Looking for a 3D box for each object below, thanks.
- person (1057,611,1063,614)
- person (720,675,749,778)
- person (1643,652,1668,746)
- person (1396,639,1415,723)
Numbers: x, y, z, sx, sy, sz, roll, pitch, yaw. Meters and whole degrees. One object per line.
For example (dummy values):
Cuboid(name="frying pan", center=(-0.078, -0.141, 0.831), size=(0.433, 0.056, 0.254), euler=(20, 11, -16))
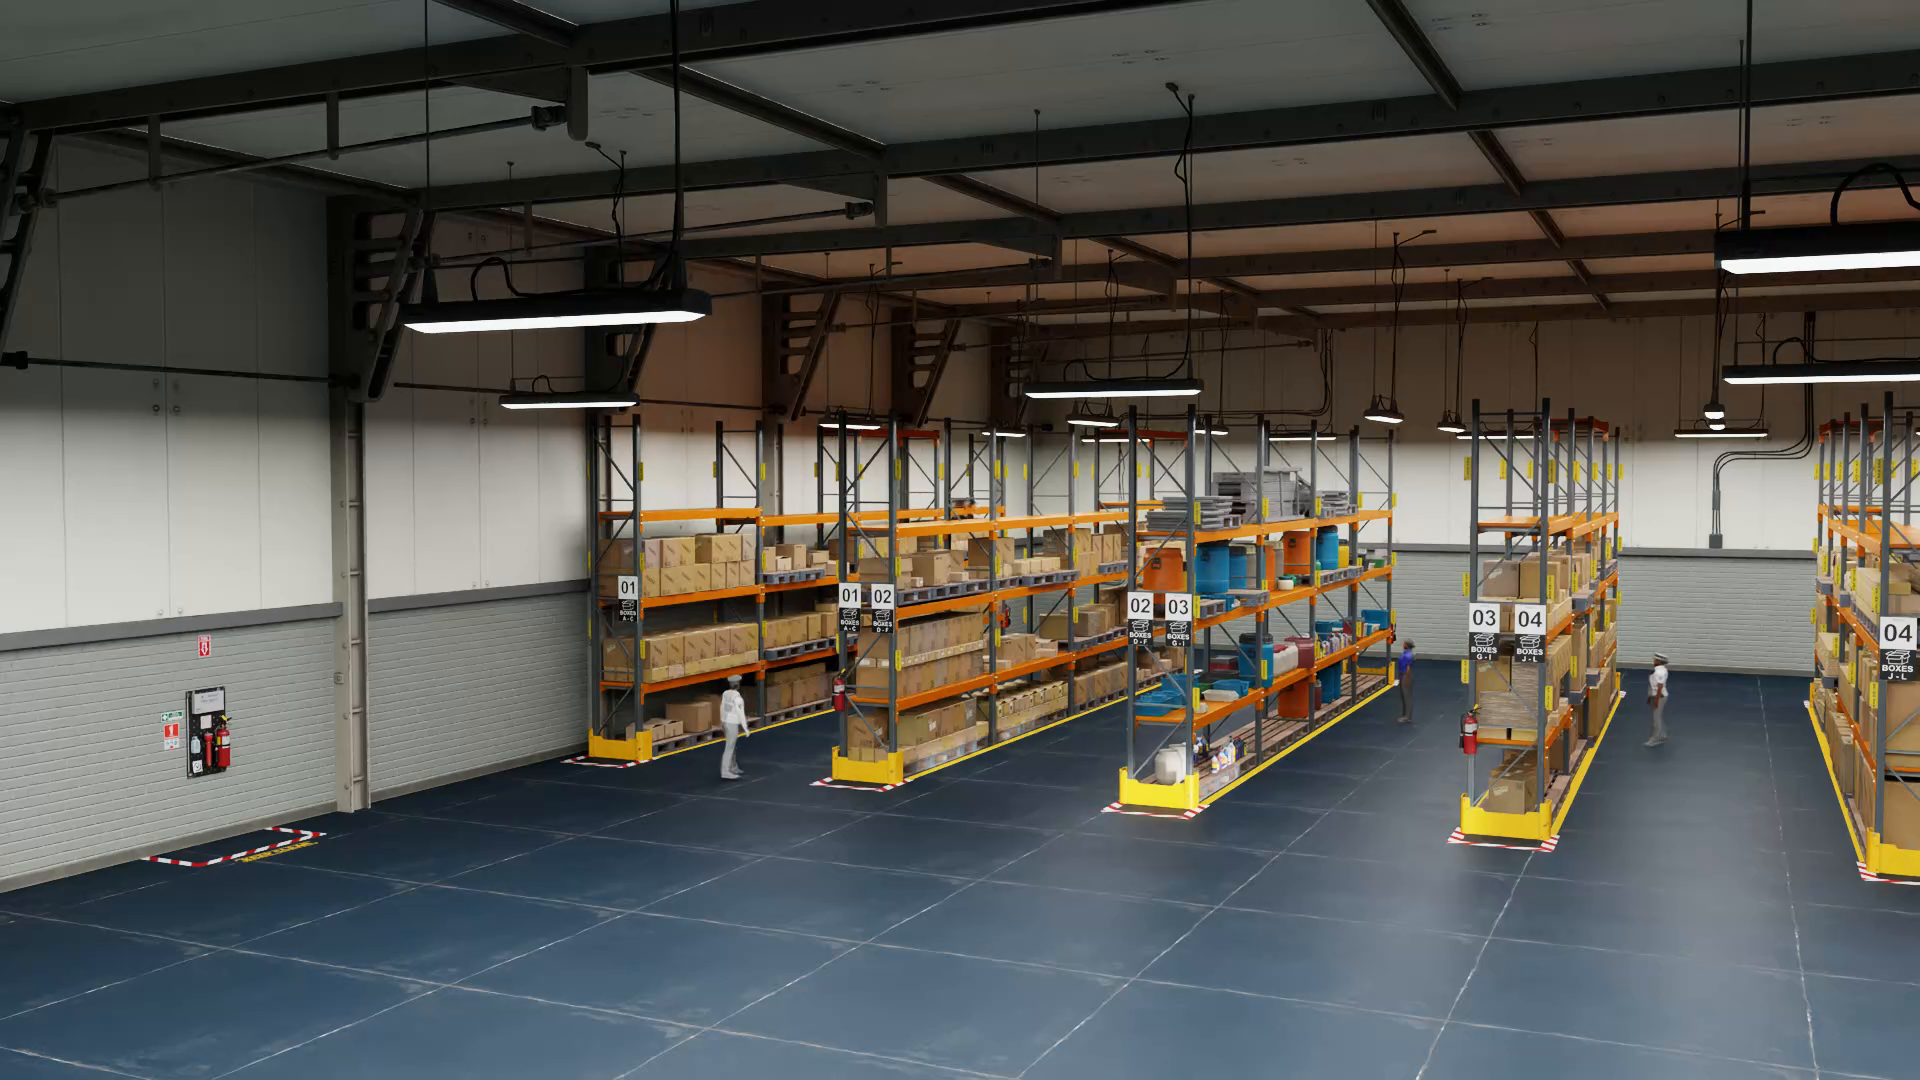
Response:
Cuboid(name="person", center=(2.378, 2.533, 41.133), size=(0.602, 1.566, 0.978), euler=(1, 2, 18))
Cuboid(name="person", center=(-3.721, 3.054, 27.273), size=(0.555, 1.693, 0.636), euler=(-1, 3, -28))
Cuboid(name="person", center=(12.747, 2.910, 30.513), size=(0.513, 1.703, 0.469), euler=(0, 2, 1))
Cuboid(name="person", center=(8.923, 2.814, 33.362), size=(0.423, 1.639, 0.501), euler=(0, 2, -3))
